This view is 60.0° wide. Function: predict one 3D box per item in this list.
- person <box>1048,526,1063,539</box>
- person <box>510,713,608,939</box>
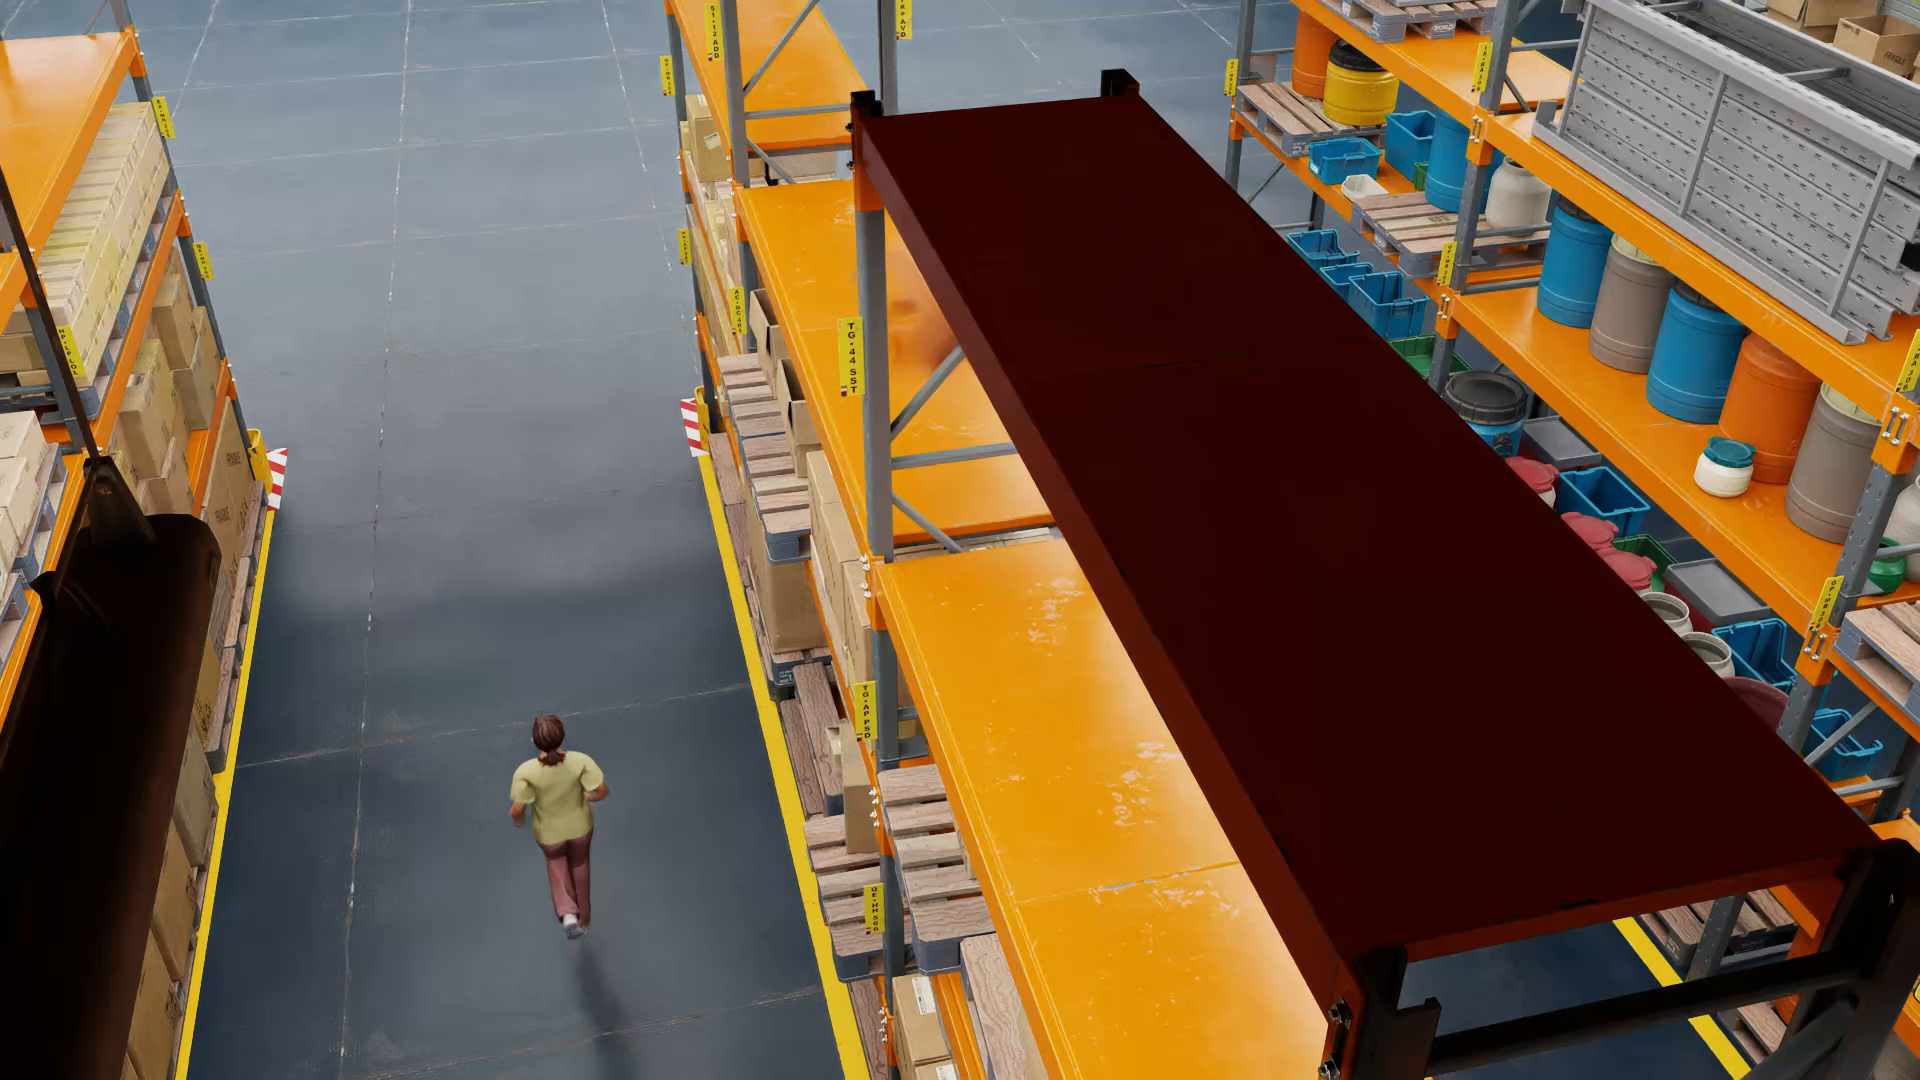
[{"bbox_3d":[0.507,-0.014,12.154,0.622,1.770,0.644,-11,36,-16],"label":"person"},{"bbox_3d":[-2.305,1.691,9.691,0.564,1.629,0.535,-12,36,-17],"label":"person"}]
